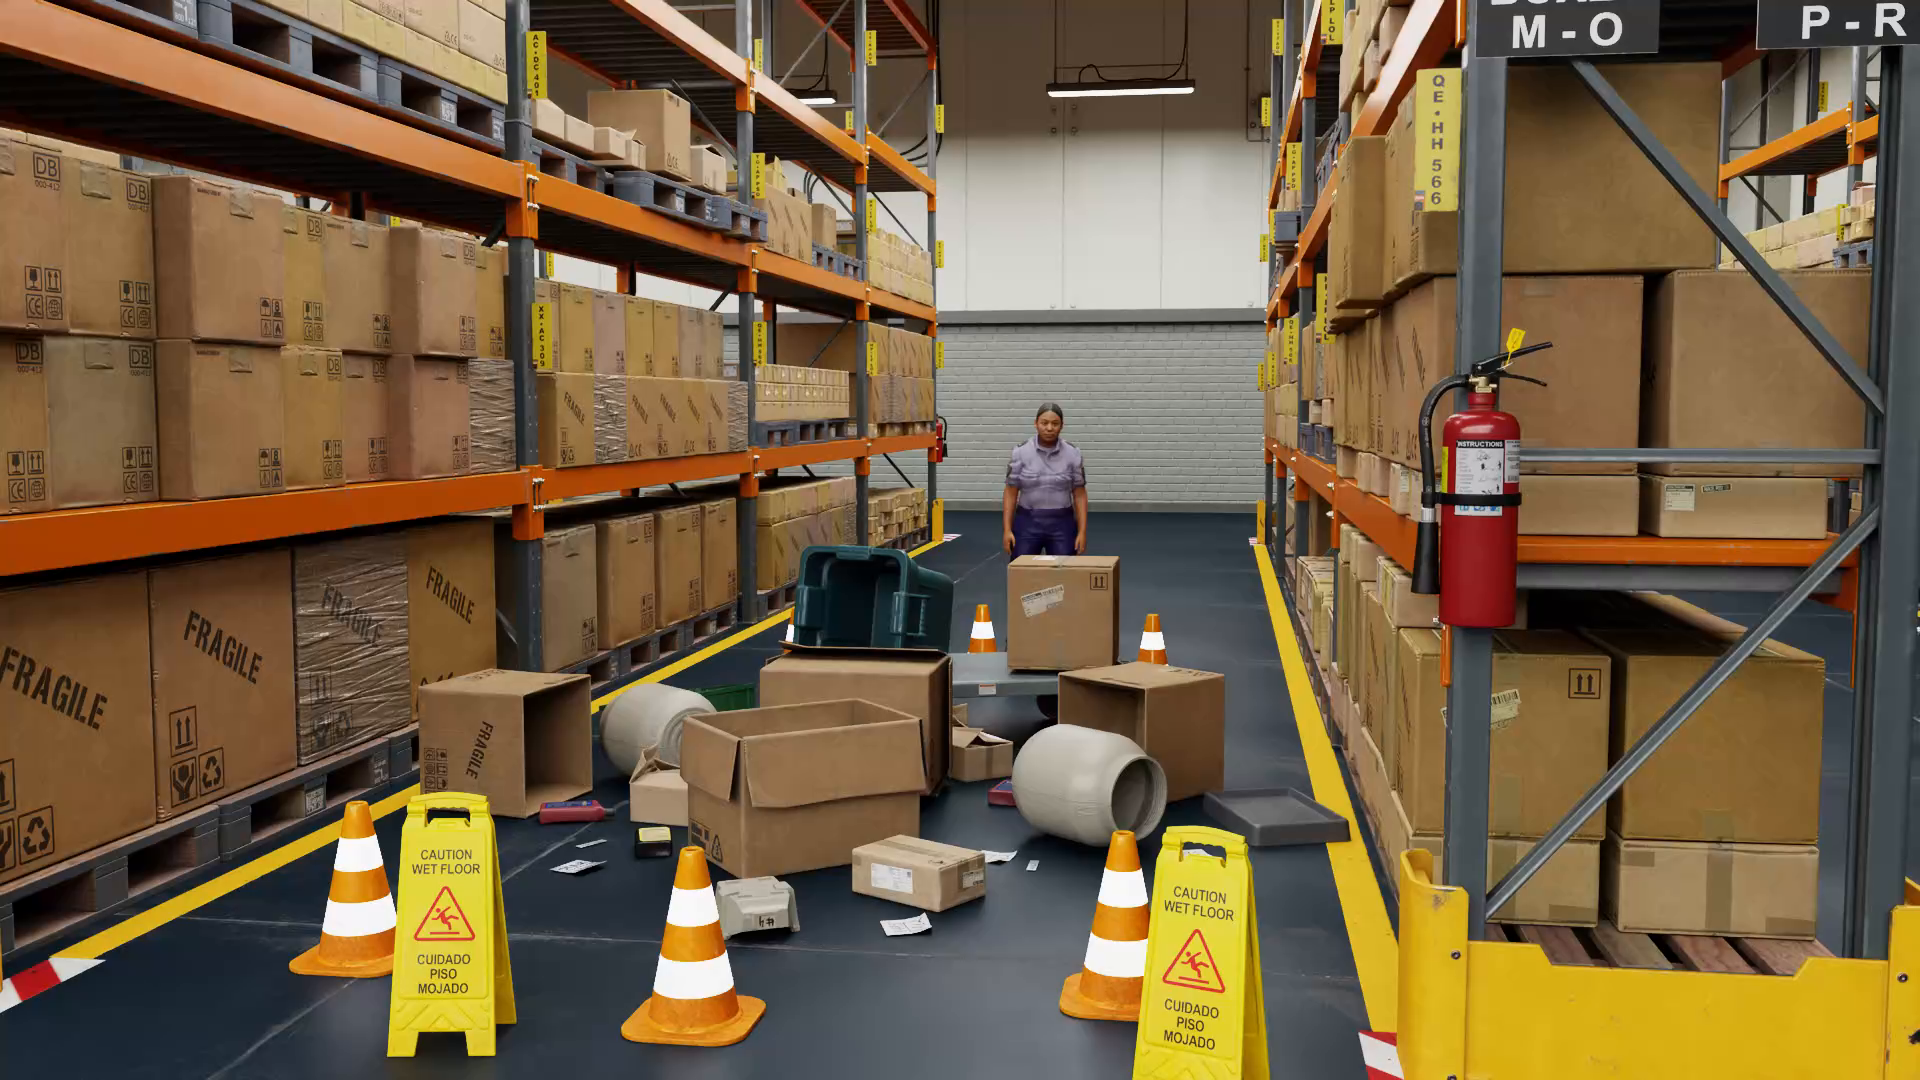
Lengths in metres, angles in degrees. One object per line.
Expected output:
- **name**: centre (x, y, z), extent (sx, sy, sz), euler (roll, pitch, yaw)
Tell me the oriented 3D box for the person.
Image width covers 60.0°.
- **person**: centre (0.511, -0.027, 10.287), extent (0.561, 1.651, 0.341), euler (0, 5, 1)
